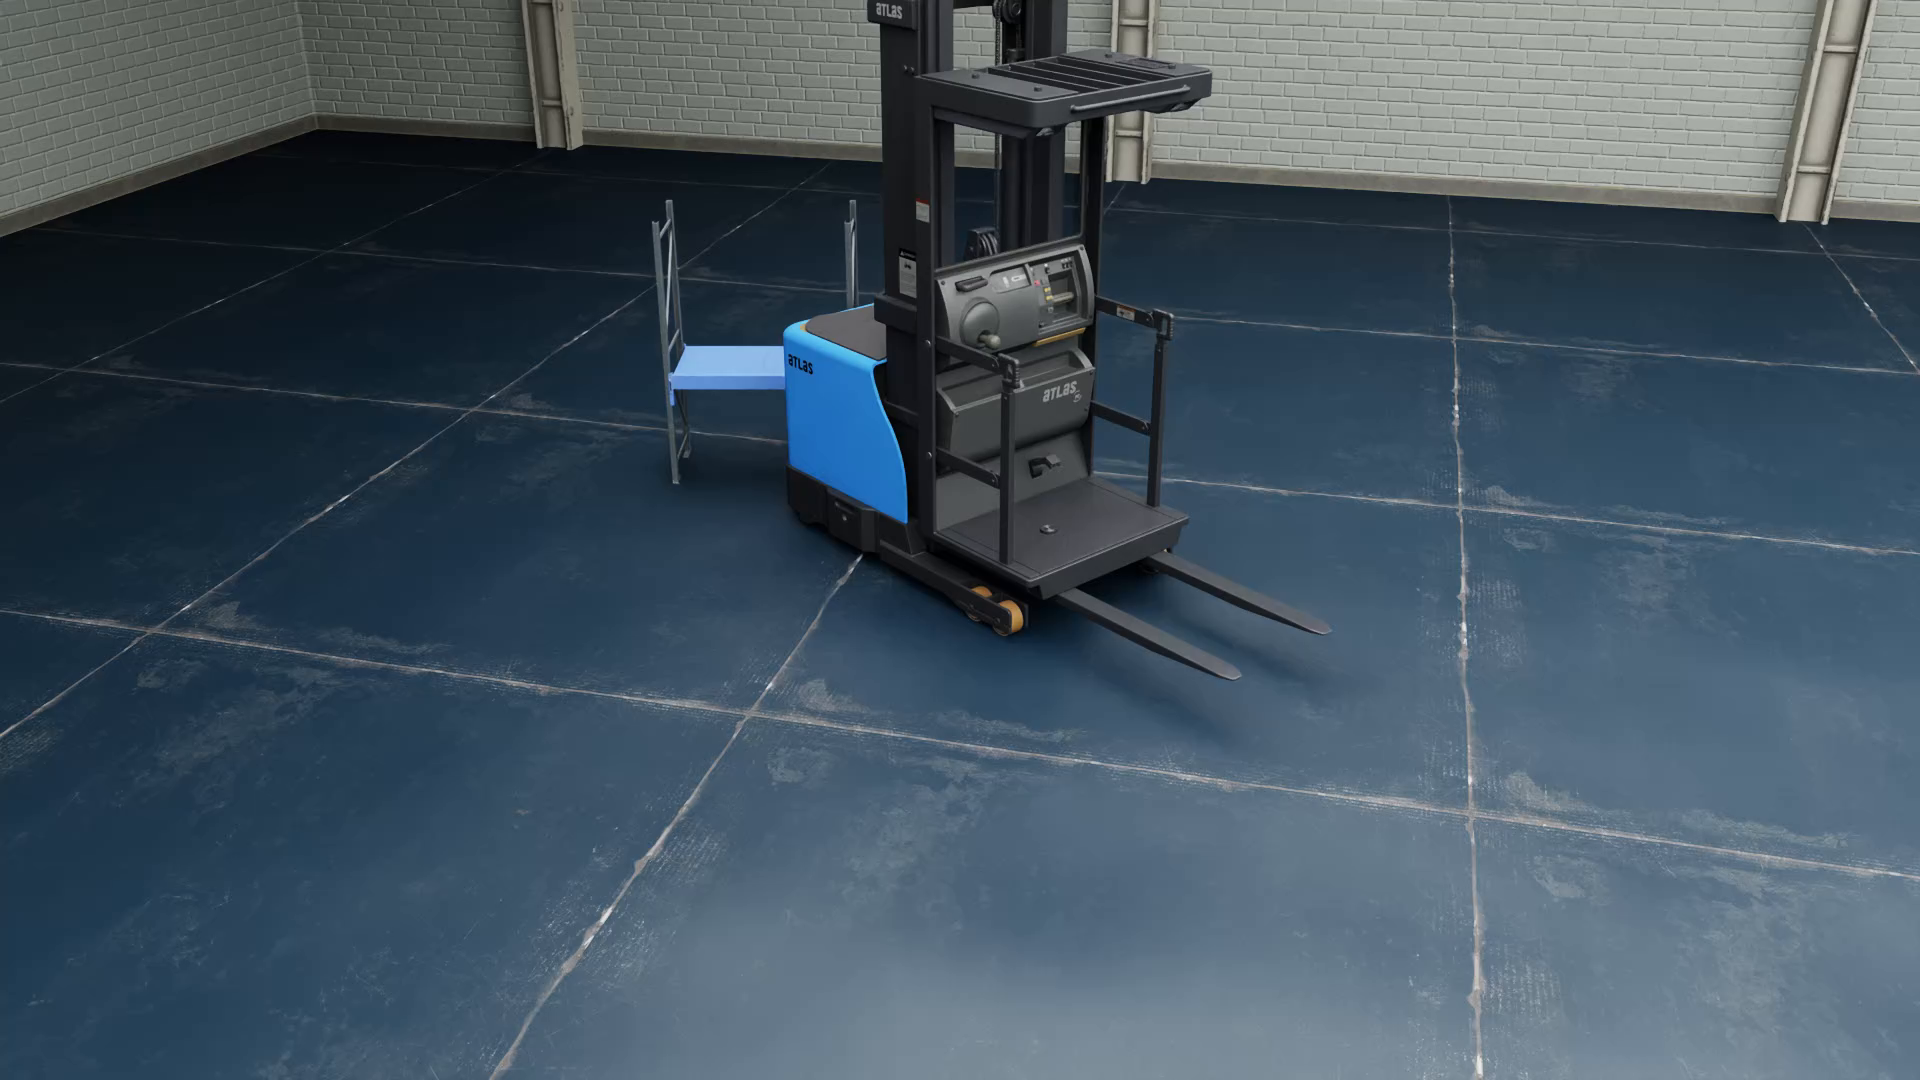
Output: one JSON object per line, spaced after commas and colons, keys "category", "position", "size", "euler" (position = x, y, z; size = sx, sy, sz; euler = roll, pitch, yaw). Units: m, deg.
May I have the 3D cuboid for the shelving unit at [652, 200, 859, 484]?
{"category": "shelving unit", "position": [-1.102, -1.101, 9.317], "size": [1.048, 1.500, 0.538], "euler": [0, 25, 0]}

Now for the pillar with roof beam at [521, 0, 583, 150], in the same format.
{"category": "pillar with roof beam", "position": [-5.255, -6.400, 11.724], "size": [0.400, 9.000, 9.100], "euler": [6, 26, 13]}

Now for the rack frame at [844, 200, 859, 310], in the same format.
{"category": "rack frame", "position": [-0.594, -1.100, 9.316], "size": [0.032, 1.500, 0.500], "euler": [0, 25, 0]}

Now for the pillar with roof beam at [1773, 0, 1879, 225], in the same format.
{"category": "pillar with roof beam", "position": [6.367, -5.115, 9.026], "size": [0.400, 9.000, 9.100], "euler": [6, 26, 13]}

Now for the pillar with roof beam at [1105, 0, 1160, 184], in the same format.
{"category": "pillar with roof beam", "position": [0.556, -5.758, 10.375], "size": [0.400, 9.000, 9.100], "euler": [6, 26, 13]}

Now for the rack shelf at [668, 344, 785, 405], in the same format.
{"category": "rack shelf", "position": [-1.102, -0.938, 9.394], "size": [1.000, 0.185, 0.538], "euler": [0, 25, 0]}

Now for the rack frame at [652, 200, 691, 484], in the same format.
{"category": "rack frame", "position": [-1.611, -1.101, 9.318], "size": [0.032, 1.500, 0.500], "euler": [0, 25, 0]}

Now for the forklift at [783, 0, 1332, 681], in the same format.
{"category": "forklift", "position": [0.413, -1.118, 7.689], "size": [1.130, 2.935, 3.031], "euler": [-20, 32, -36]}
